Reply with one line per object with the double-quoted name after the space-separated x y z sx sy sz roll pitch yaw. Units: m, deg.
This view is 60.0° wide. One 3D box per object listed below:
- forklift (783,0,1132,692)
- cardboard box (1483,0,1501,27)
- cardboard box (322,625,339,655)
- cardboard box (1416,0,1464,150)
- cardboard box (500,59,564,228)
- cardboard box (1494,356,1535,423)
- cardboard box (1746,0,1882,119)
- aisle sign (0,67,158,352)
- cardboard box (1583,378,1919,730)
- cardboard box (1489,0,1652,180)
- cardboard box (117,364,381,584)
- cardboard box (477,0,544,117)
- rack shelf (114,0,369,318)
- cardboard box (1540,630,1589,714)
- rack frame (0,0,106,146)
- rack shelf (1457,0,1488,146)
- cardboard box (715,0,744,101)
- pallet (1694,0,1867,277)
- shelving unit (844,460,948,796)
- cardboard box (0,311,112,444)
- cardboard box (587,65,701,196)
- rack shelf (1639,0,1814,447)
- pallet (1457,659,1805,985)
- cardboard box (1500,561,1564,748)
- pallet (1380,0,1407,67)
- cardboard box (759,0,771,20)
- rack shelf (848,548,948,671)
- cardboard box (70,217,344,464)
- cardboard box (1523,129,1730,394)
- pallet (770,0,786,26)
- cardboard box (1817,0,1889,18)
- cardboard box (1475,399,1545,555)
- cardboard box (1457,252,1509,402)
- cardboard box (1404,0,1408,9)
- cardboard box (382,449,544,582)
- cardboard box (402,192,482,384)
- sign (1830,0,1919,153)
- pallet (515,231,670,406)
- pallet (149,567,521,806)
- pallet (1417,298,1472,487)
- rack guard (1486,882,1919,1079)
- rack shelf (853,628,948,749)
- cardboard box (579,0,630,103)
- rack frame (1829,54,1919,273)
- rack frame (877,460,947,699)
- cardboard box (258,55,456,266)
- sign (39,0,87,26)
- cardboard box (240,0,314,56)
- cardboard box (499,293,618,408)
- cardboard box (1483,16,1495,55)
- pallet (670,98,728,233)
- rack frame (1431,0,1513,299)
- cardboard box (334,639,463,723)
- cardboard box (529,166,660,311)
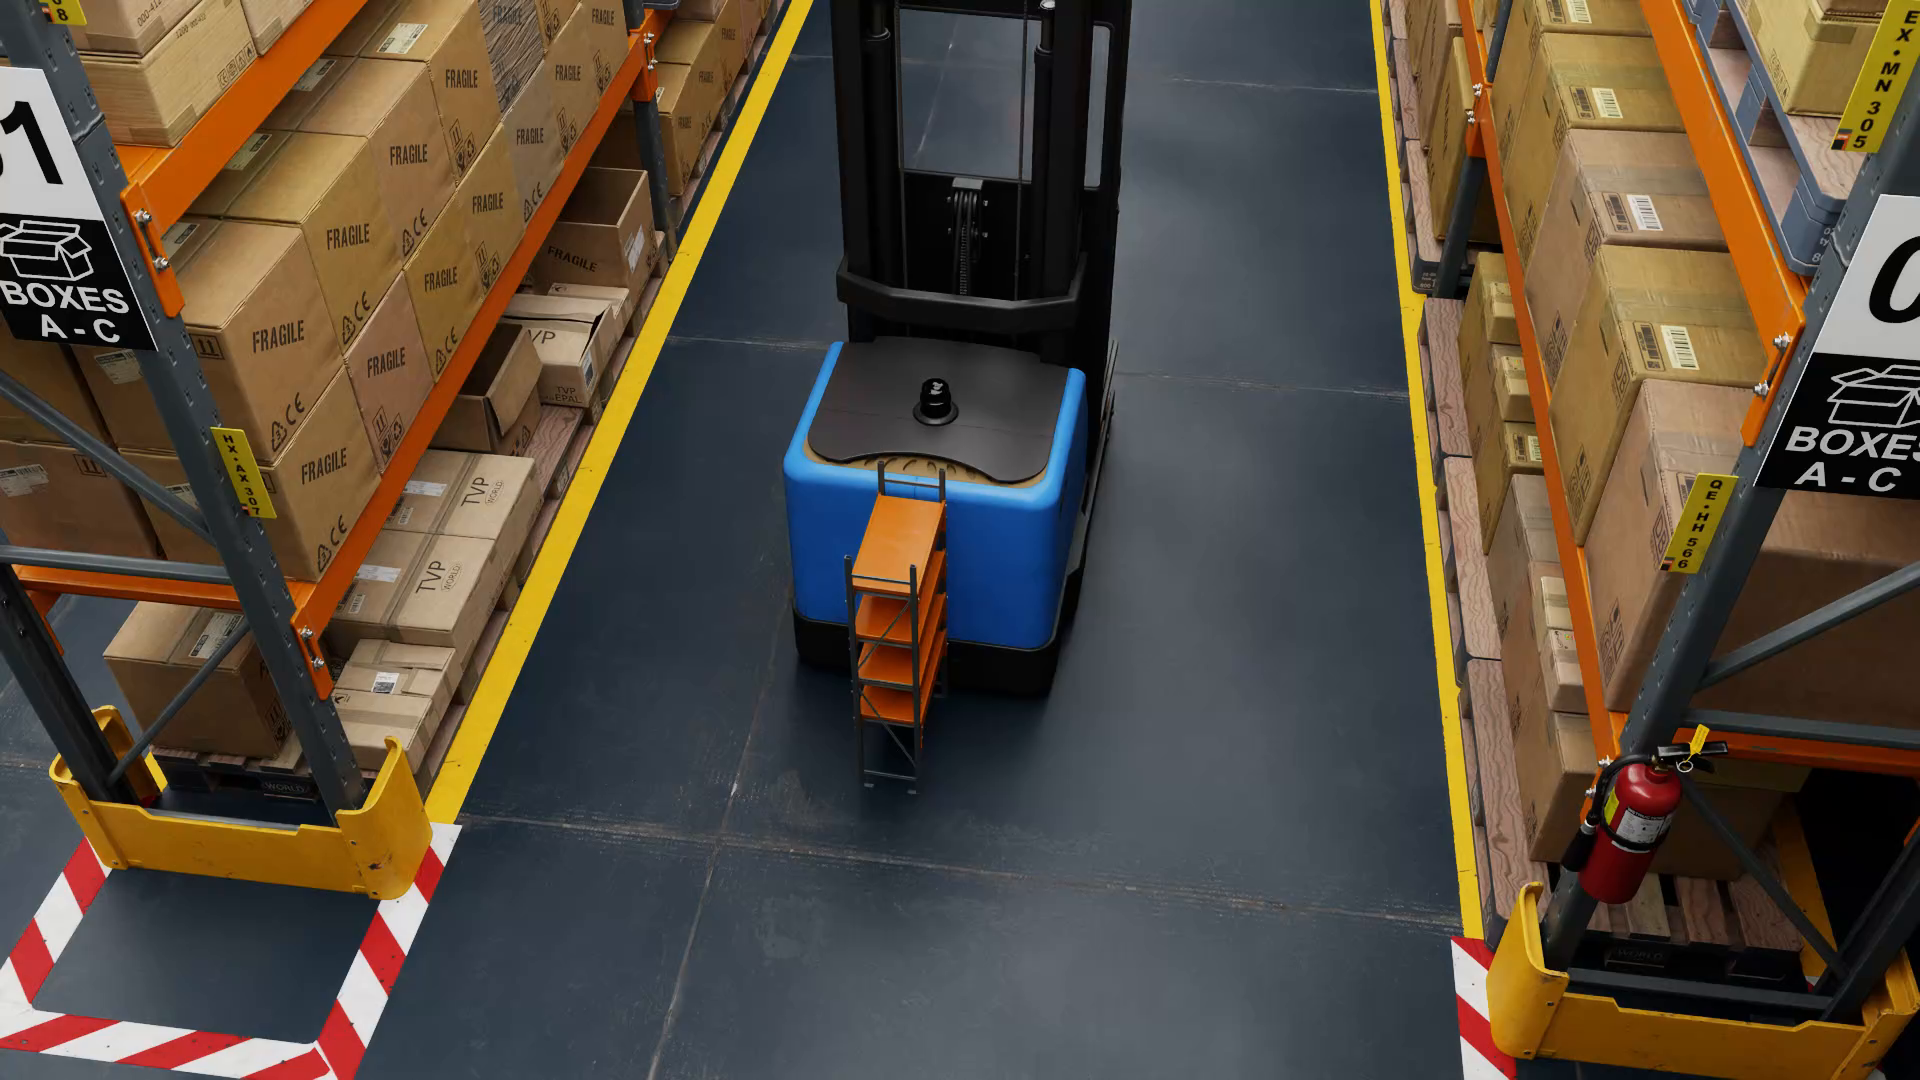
0.117 -1.490 6.714 1.130 2.935 3.031 7 44 8 "forklift"
2.706 -2.687 7.625 0.500 0.500 0.500 5 44 5 "cardboard box"
-2.575 0.288 6.527 0.380 0.166 0.250 5 44 6 "cardboard box"
2.966 -2.631 9.127 0.750 0.750 0.750 6 44 7 "cardboard box"
-1.960 -1.617 6.725 0.500 0.500 0.500 6 44 6 "cardboard box"
2.399 -0.606 6.771 0.380 0.149 0.250 4 44 4 "cardboard box"
2.199 -1.219 3.927 0.500 0.250 0.500 6 44 7 "cardboard box"
-2.263 -0.791 4.035 0.394 0.787 0.004 5 44 6 "aisle sign"
2.423 0.070 4.798 0.980 0.700 0.700 7 44 7 "cardboard box"
2.807 -1.939 6.920 0.980 0.700 0.700 6 44 6 "cardboard box"
-2.225 -0.235 5.266 0.500 0.500 0.500 6 44 6 "cardboard box"
-1.958 -1.984 6.386 0.500 0.500 0.500 6 44 6 "cardboard box"
-2.281 -2.111 5.662 1.077 0.370 4.000 5 44 6 "rack shelf"
2.195 0.457 5.649 0.380 0.149 0.250 5 44 5 "cardboard box"
-2.545 -2.098 2.943 1.000 3.000 0.127 5 44 6 "rack frame"
3.159 -3.300 9.099 1.077 0.370 4.000 5 44 6 "rack shelf"
-1.578 -2.910 9.662 0.500 0.500 0.500 6 44 6 "cardboard box"
2.453 -1.036 4.067 1.003 0.211 1.213 5 44 6 "pallet"
-0.216 0.341 6.039 0.258 1.200 0.503 7 44 8 "shelving unit"
-2.759 -0.648 4.975 0.500 0.500 0.500 5 44 5 "cardboard box"
-1.711 -2.206 8.918 0.500 0.500 0.500 3 44 4 "cardboard box"
2.630 -1.663 5.189 1.077 0.370 4.000 5 44 6 "rack shelf"
2.394 0.988 6.075 1.003 0.211 1.213 5 44 6 "pallet"
2.425 0.456 6.122 0.700 0.500 0.500 5 44 5 "cardboard box"
3.244 -3.381 10.690 1.003 0.211 1.213 5 44 6 "pallet"
-1.447 -3.613 10.404 0.500 0.500 0.500 4 44 4 "cardboard box"
-0.216 0.228 5.932 0.258 0.148 0.480 7 44 8 "rack shelf"
-2.225 -0.598 4.922 0.500 0.500 0.500 6 44 7 "cardboard box"
2.618 -0.945 5.871 0.980 0.700 0.700 3 44 3 "cardboard box"
-1.624 -3.854 11.189 1.003 0.211 1.213 5 44 6 "pallet"
2.192 -1.492 3.670 0.500 0.500 0.500 5 44 5 "cardboard box"
2.554 -0.251 6.868 0.700 0.500 0.500 6 44 6 "cardboard box"
2.694 -0.943 7.599 0.700 0.500 0.500 6 44 6 "cardboard box"
3.196 -3.807 10.369 0.750 0.750 0.750 5 44 5 "cardboard box"
-2.060 -0.108 6.884 0.500 0.250 0.500 5 44 6 "cardboard box"
-2.093 -0.929 5.999 0.500 0.500 0.500 5 44 5 "cardboard box"
1.830 -0.913 3.287 0.100 0.325 0.005 5 44 6 "sign"
-2.108 -1.166 8.350 1.003 0.211 1.213 5 44 6 "pallet"
-2.431 0.497 6.594 1.003 0.211 1.213 5 44 6 "pallet"
2.716 -0.675 7.831 1.003 0.211 1.213 5 44 6 "pallet"
2.362 1.452 5.375 1.175 0.500 0.348 5 44 6 "rack guard"
-0.216 0.534 6.222 0.258 0.148 0.480 7 44 8 "rack shelf"
-1.828 -2.318 7.466 0.500 0.500 0.500 6 44 6 "cardboard box"
2.366 -1.651 2.471 1.000 3.000 0.127 5 44 6 "rack frame"
-0.170 0.176 6.213 0.240 1.200 0.015 7 44 8 "rack frame"
-2.092 -1.295 5.659 0.500 0.500 0.500 6 44 6 "cardboard box"
-2.007 -1.277 3.622 0.100 0.325 0.005 5 44 6 "sign"
-2.146 -1.621 4.730 0.500 0.250 0.500 5 44 6 "cardboard box"
-1.910 -0.904 7.681 0.500 0.311 0.500 5 44 6 "cardboard box"
2.659 -2.371 7.762 0.380 0.149 0.250 6 44 6 "cardboard box"
-1.946 -2.191 9.433 1.003 0.211 1.213 5 44 6 "pallet"
2.894 -2.198 7.412 1.000 3.000 0.127 5 44 6 "rack frame"
-2.116 0.525 6.277 0.380 0.166 0.250 5 44 6 "cardboard box"
-1.810 -1.484 8.156 0.500 0.500 0.500 5 44 6 "cardboard box"
